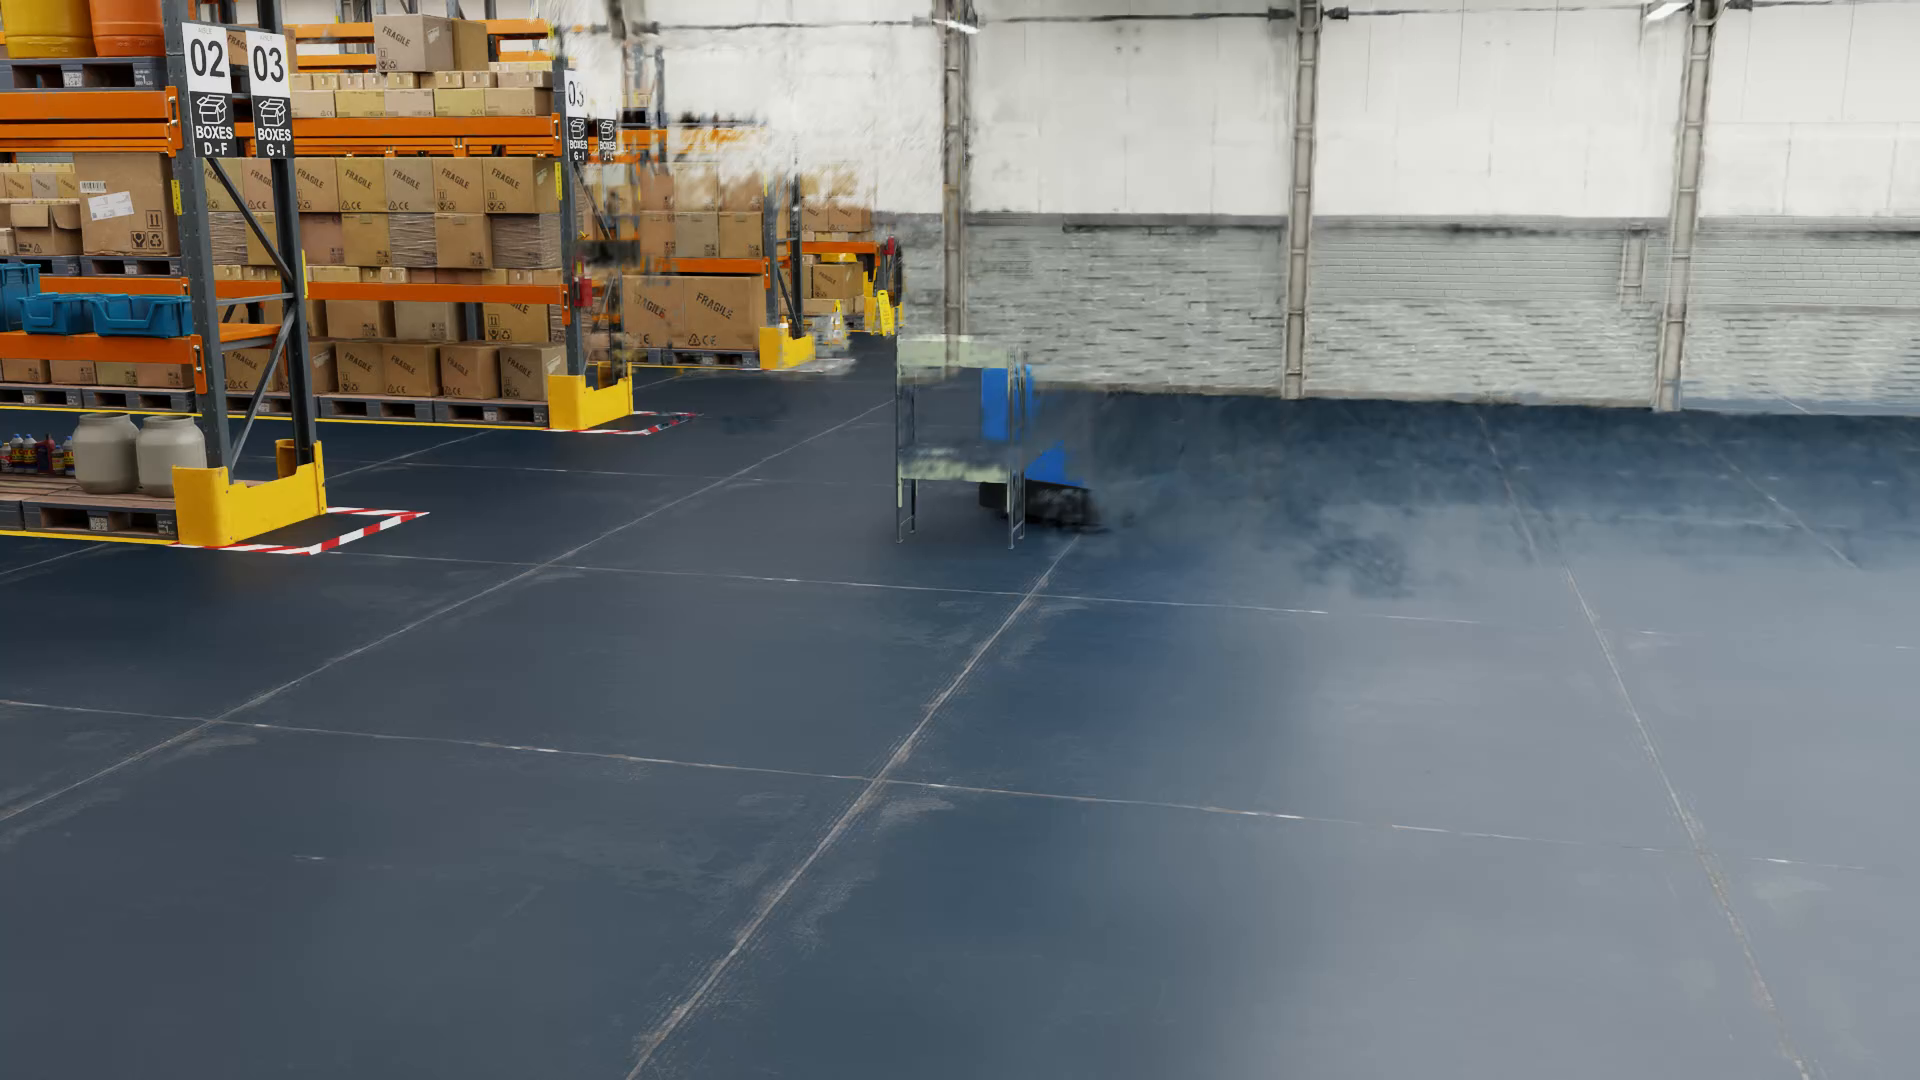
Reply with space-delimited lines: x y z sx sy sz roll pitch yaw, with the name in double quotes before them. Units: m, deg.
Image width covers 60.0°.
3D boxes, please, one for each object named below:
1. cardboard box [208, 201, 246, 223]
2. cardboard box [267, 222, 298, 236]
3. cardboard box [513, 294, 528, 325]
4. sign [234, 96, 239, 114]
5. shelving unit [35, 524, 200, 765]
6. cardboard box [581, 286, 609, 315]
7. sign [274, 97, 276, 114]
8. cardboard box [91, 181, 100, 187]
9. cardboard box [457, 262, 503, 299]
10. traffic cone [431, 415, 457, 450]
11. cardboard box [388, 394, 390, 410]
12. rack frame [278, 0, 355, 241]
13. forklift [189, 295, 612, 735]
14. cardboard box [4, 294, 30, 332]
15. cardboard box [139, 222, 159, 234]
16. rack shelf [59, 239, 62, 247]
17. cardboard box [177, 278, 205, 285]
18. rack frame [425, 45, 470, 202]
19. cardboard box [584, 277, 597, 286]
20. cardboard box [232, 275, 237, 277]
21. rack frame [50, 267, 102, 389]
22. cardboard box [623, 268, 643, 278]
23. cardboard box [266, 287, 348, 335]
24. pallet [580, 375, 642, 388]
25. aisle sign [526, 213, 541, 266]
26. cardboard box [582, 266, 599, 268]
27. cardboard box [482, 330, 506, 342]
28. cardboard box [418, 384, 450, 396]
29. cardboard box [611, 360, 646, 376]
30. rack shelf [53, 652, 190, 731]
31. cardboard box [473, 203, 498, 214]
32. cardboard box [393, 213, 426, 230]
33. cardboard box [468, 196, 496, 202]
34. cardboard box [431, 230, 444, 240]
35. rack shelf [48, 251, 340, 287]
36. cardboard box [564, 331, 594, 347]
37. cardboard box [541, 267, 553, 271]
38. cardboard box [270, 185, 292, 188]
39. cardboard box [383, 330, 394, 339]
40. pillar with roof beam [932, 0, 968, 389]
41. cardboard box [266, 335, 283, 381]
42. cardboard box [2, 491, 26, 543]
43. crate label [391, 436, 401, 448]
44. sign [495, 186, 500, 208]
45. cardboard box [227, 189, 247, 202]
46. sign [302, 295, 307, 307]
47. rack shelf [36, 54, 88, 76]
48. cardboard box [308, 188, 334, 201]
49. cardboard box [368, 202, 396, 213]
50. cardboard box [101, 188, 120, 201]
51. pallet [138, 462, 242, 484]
"cardboard box" -3.169 -5.418 19.761 0.500 0.250 0.500 3 13 14
"cardboard box" -2.545 -5.176 19.593 0.250 0.149 0.380 3 13 13
"cardboard box" -1.447 -4.958 25.236 0.500 0.500 0.500 3 13 13
"sign" -7.755 -9.449 30.207 0.005 0.325 0.100 3 13 14
"shelving unit" 0.006 -0.732 10.570 0.755 1.500 0.431 3 13 14
"cardboard box" -0.910 -5.773 29.597 0.500 0.500 0.500 3 13 15
"sign" -7.505 -9.719 31.241 0.005 0.325 0.100 3 13 14
"cardboard box" -11.204 -8.289 31.981 0.258 0.266 0.396 3 13 13
"cardboard box" -1.601 -5.344 24.667 0.500 0.500 0.700 3 13 12
"traffic cone" -1.716 -2.942 22.927 0.334 0.463 0.336 3 13 14
"cardboard box" -3.392 -3.611 25.464 0.500 0.250 0.500 3 13 13
"rack frame" -2.141 -6.563 19.541 0.127 3.000 1.000 3 13 14
"forklift" 1.489 -1.768 11.938 1.130 2.935 3.031 11 17 41
"cardboard box" -6.508 -4.404 21.117 0.500 0.500 0.700 3 13 13
"cardboard box" -4.276 -5.268 20.009 0.250 0.149 0.380 3 13 14
"rack shelf" -6.878 -6.105 26.062 4.000 0.370 1.077 3 13 14
"cardboard box" -6.421 -5.317 25.885 0.500 0.500 0.500 4 13 15
"rack frame" -3.751 -8.861 29.897 0.127 3.000 1.000 3 13 14
"cardboard box" -1.002 -6.098 29.565 0.250 0.149 0.380 3 13 13
"cardboard box" -6.286 -5.426 26.380 0.500 0.500 0.500 3 13 13
"rack frame" -8.820 -5.096 26.777 0.127 3.000 1.000 3 13 14
"cardboard box" -0.266 -6.210 29.382 0.250 0.149 0.380 3 13 14
"cardboard box" -2.492 -4.262 20.181 0.550 0.550 0.875 3 13 14
"pallet" -0.620 -4.394 30.053 1.213 0.211 1.003 3 13 14
"aisle sign" -0.919 -6.012 24.904 0.004 0.787 0.394 3 13 14
"cardboard box" -1.147 -6.354 30.031 0.250 0.149 0.380 3 13 15
"cardboard box" -1.468 -4.533 24.818 0.250 0.149 0.380 4 13 15
"cardboard box" -2.401 -3.923 25.136 0.500 0.500 0.500 4 13 16
"cardboard box" -0.399 -4.545 29.674 0.500 0.250 0.500 3 13 14
"rack shelf" 0.006 -0.414 10.640 0.720 0.370 0.431 3 13 14
"cardboard box" -1.452 -6.367 24.321 0.250 0.149 0.380 3 13 14
"cardboard box" -2.607 -6.239 24.665 0.500 0.250 0.500 3 13 15
"cardboard box" -3.002 -7.513 29.750 0.500 0.311 0.500 3 13 15
"cardboard box" -2.196 -6.036 24.670 0.250 0.149 0.380 3 13 14
"rack shelf" -4.083 -4.852 20.411 4.000 0.370 1.077 3 13 14
"cardboard box" -1.379 -5.083 29.790 0.500 0.250 0.500 3 13 14
"cardboard box" -1.997 -6.305 29.810 0.250 0.149 0.380 3 13 14
"cardboard box" -6.990 -7.818 30.690 0.500 0.500 0.500 3 13 14
"cardboard box" -3.217 -4.606 25.150 0.250 0.149 0.380 3 13 13
"pillar with roof beam" 4.466 -7.663 24.495 0.400 9.000 9.100 3 13 14
"cardboard box" -2.512 -3.718 20.218 0.550 0.550 0.875 3 13 14
"cardboard box" -4.030 -1.617 15.900 0.500 0.500 0.500 6 14 24
"crate label" -2.494 -2.811 23.087 0.298 0.136 0.250 -4 13 -16
"sign" -1.206 -6.462 23.964 0.005 0.325 0.100 3 13 14
"cardboard box" -3.040 -5.592 19.627 0.250 0.149 0.380 3 13 14
"sign" -2.285 -4.202 19.528 0.005 0.325 0.100 3 13 14
"rack shelf" -13.460 -10.651 31.954 4.000 0.370 1.077 3 13 14
"cardboard box" -2.389 -5.704 20.130 0.250 0.149 0.380 3 13 14
"cardboard box" -3.180 -6.471 24.789 0.250 0.149 0.380 3 13 15
"cardboard box" -4.762 -5.684 20.042 0.250 0.149 0.380 3 13 14
"pallet" -4.117 -2.362 20.893 1.213 0.211 1.003 3 13 14
